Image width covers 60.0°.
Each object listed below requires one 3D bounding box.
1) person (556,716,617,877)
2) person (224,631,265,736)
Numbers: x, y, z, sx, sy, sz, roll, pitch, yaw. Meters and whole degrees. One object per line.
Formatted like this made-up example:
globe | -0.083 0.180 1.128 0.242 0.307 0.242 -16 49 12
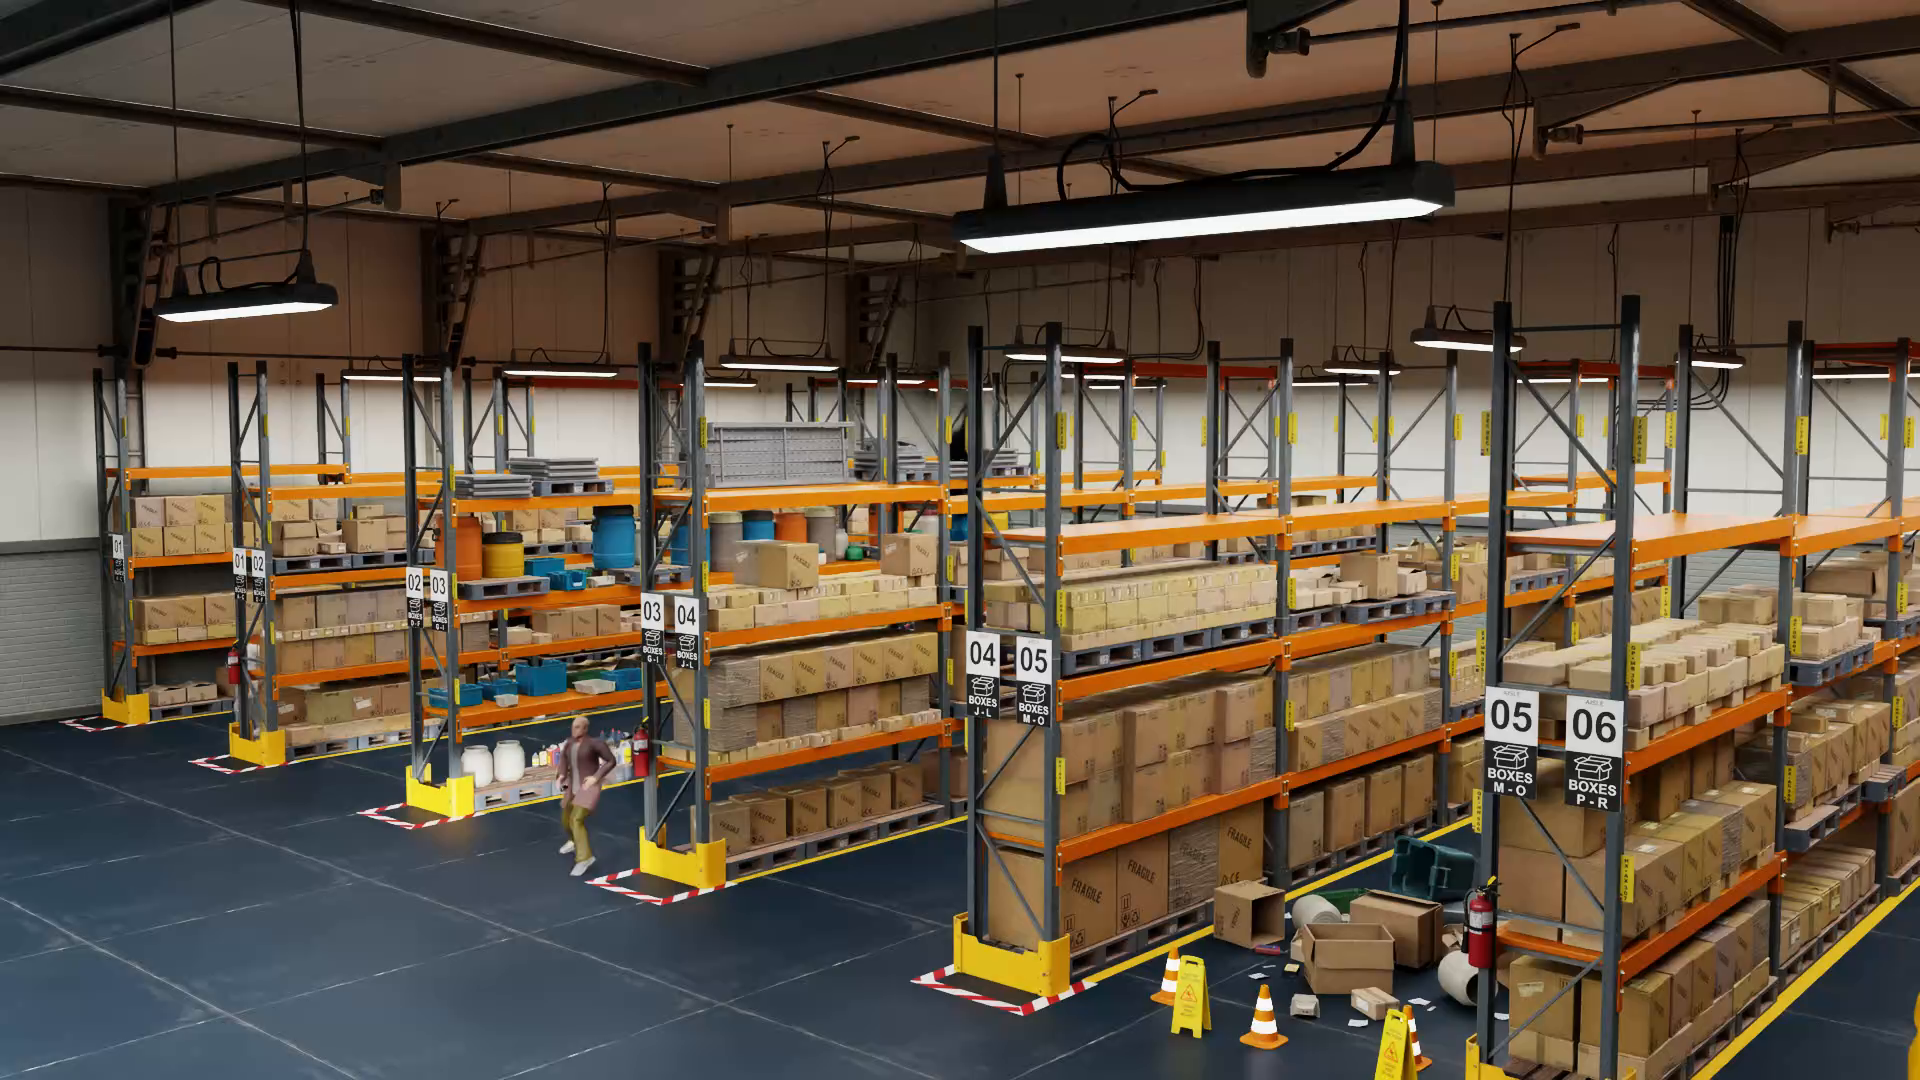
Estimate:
person | -4.369 2.899 19.164 0.937 1.778 0.832 3 5 31
person | -11.352 2.328 26.529 0.709 1.843 0.855 2 5 27
